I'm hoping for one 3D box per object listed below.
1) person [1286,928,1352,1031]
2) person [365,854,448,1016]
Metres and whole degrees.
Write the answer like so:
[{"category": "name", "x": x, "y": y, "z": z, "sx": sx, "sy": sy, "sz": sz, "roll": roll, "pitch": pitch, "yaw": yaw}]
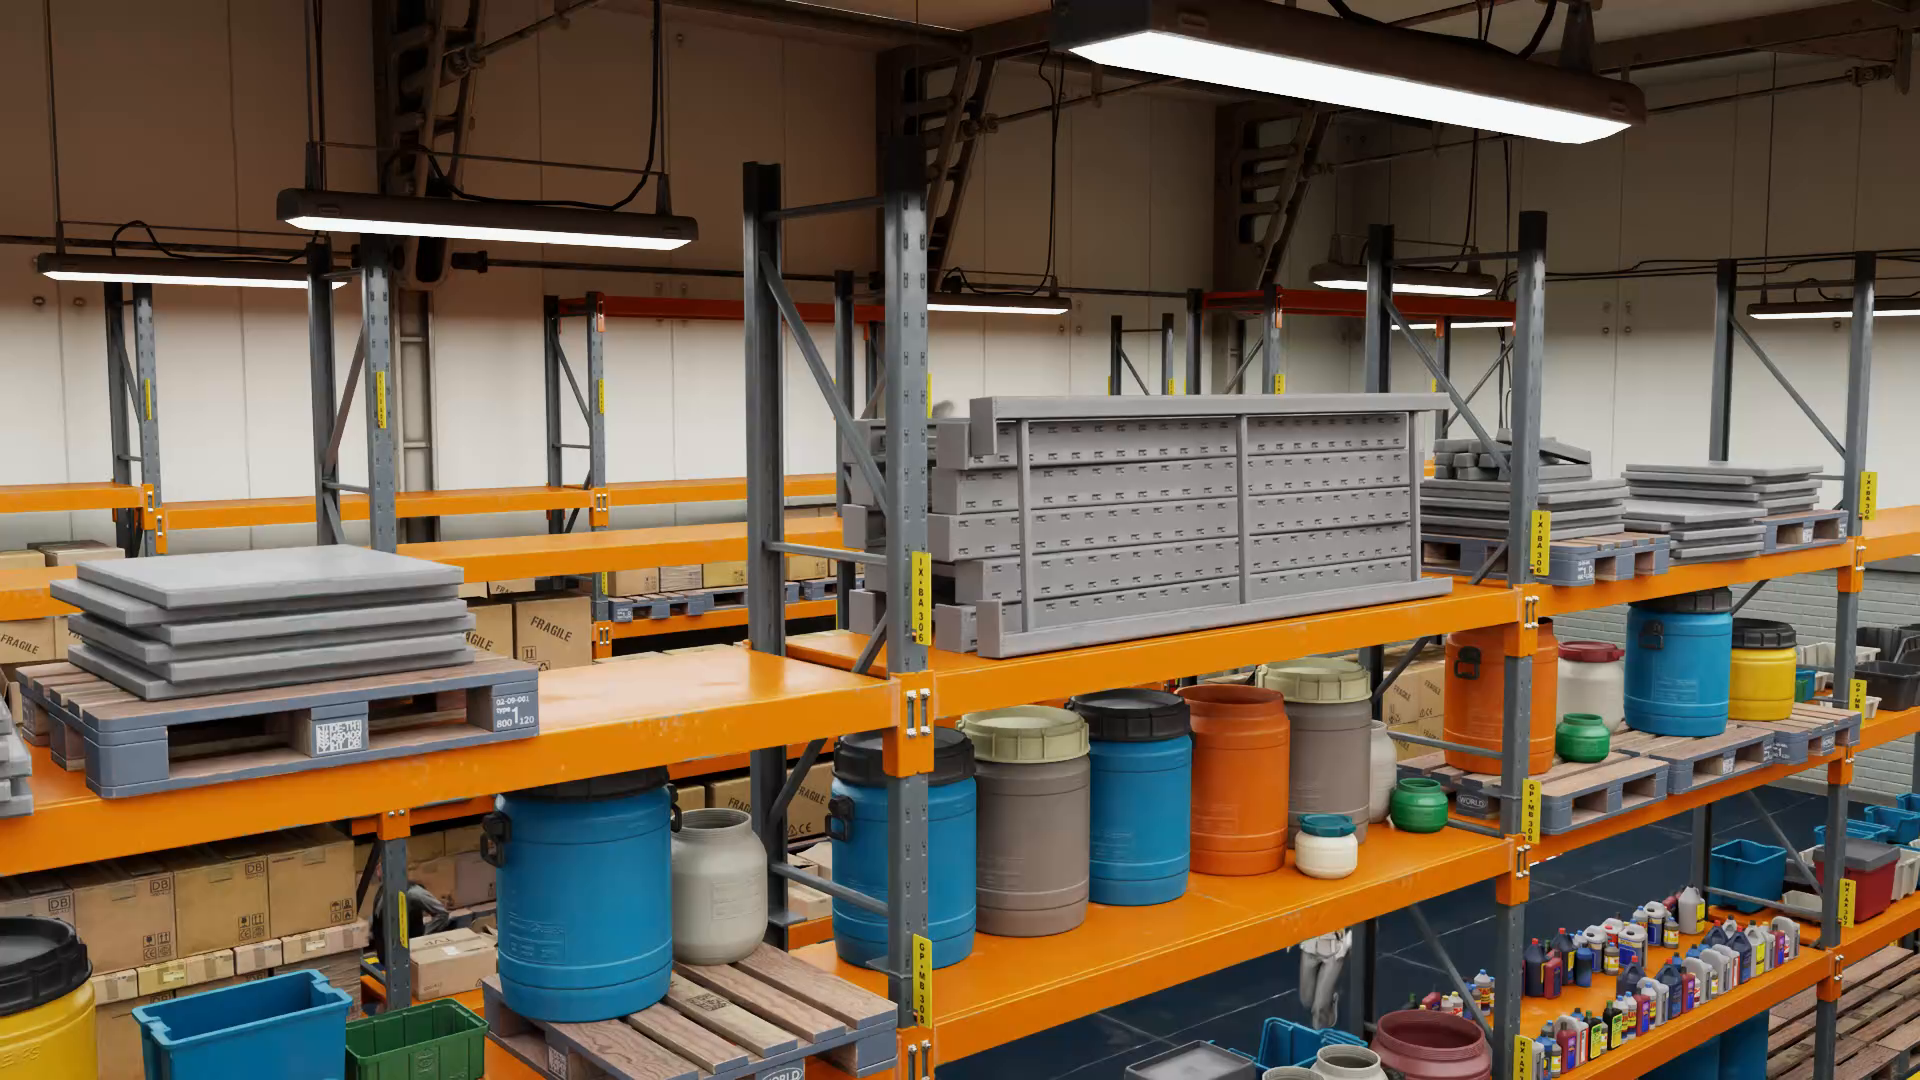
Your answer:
[{"category": "person", "x": 2.797, "y": 3.131, "z": 12.659, "sx": 0.617, "sy": 1.671, "sz": 0.696, "roll": 4, "pitch": 7, "yaw": 35}, {"category": "person", "x": -4.057, "y": 3.128, "z": 12.278, "sx": 0.953, "sy": 1.755, "sz": 0.665, "roll": -5, "pitch": 7, "yaw": -41}]
